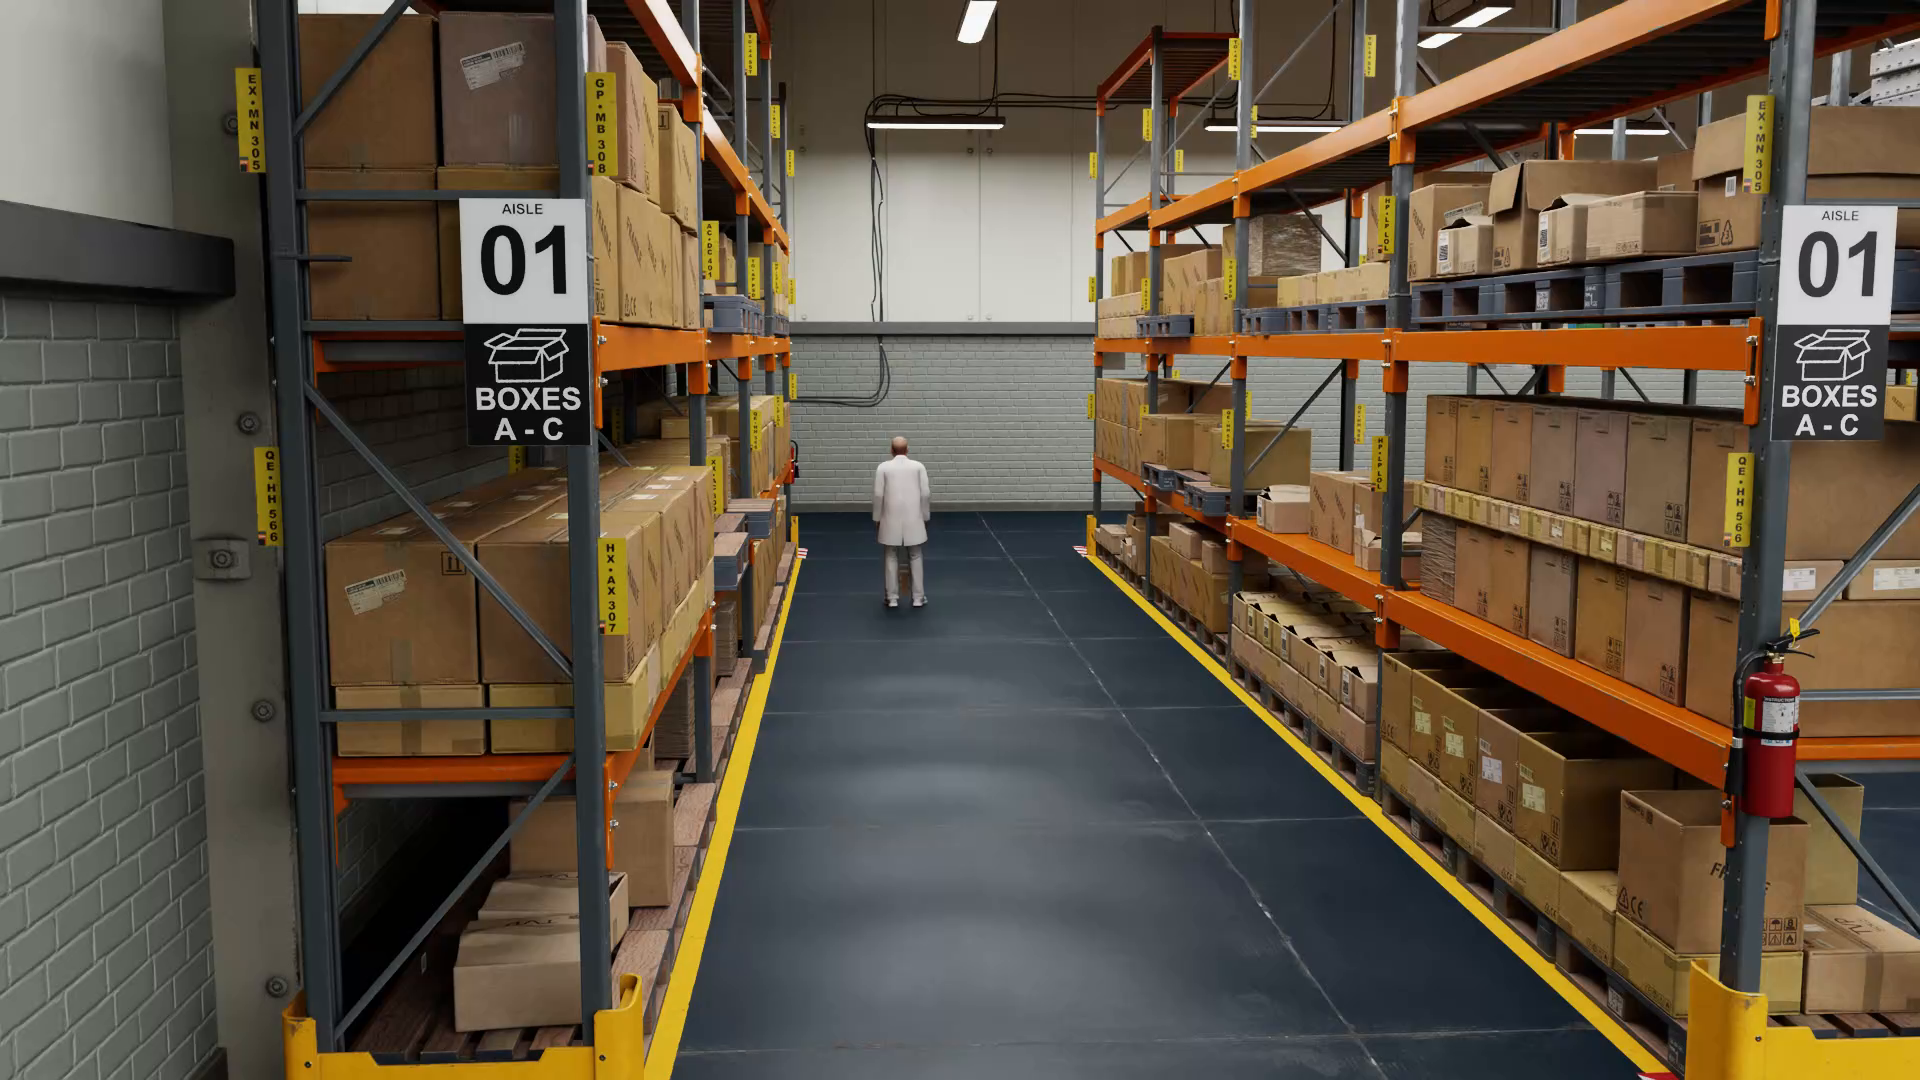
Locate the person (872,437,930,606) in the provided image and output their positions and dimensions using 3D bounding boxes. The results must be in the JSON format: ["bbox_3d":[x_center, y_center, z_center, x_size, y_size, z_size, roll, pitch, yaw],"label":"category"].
[{"bbox_3d":[-0.614,-0.194,17.449,0.612,1.775,0.426,-1,7,-6],"label":"person"}]
